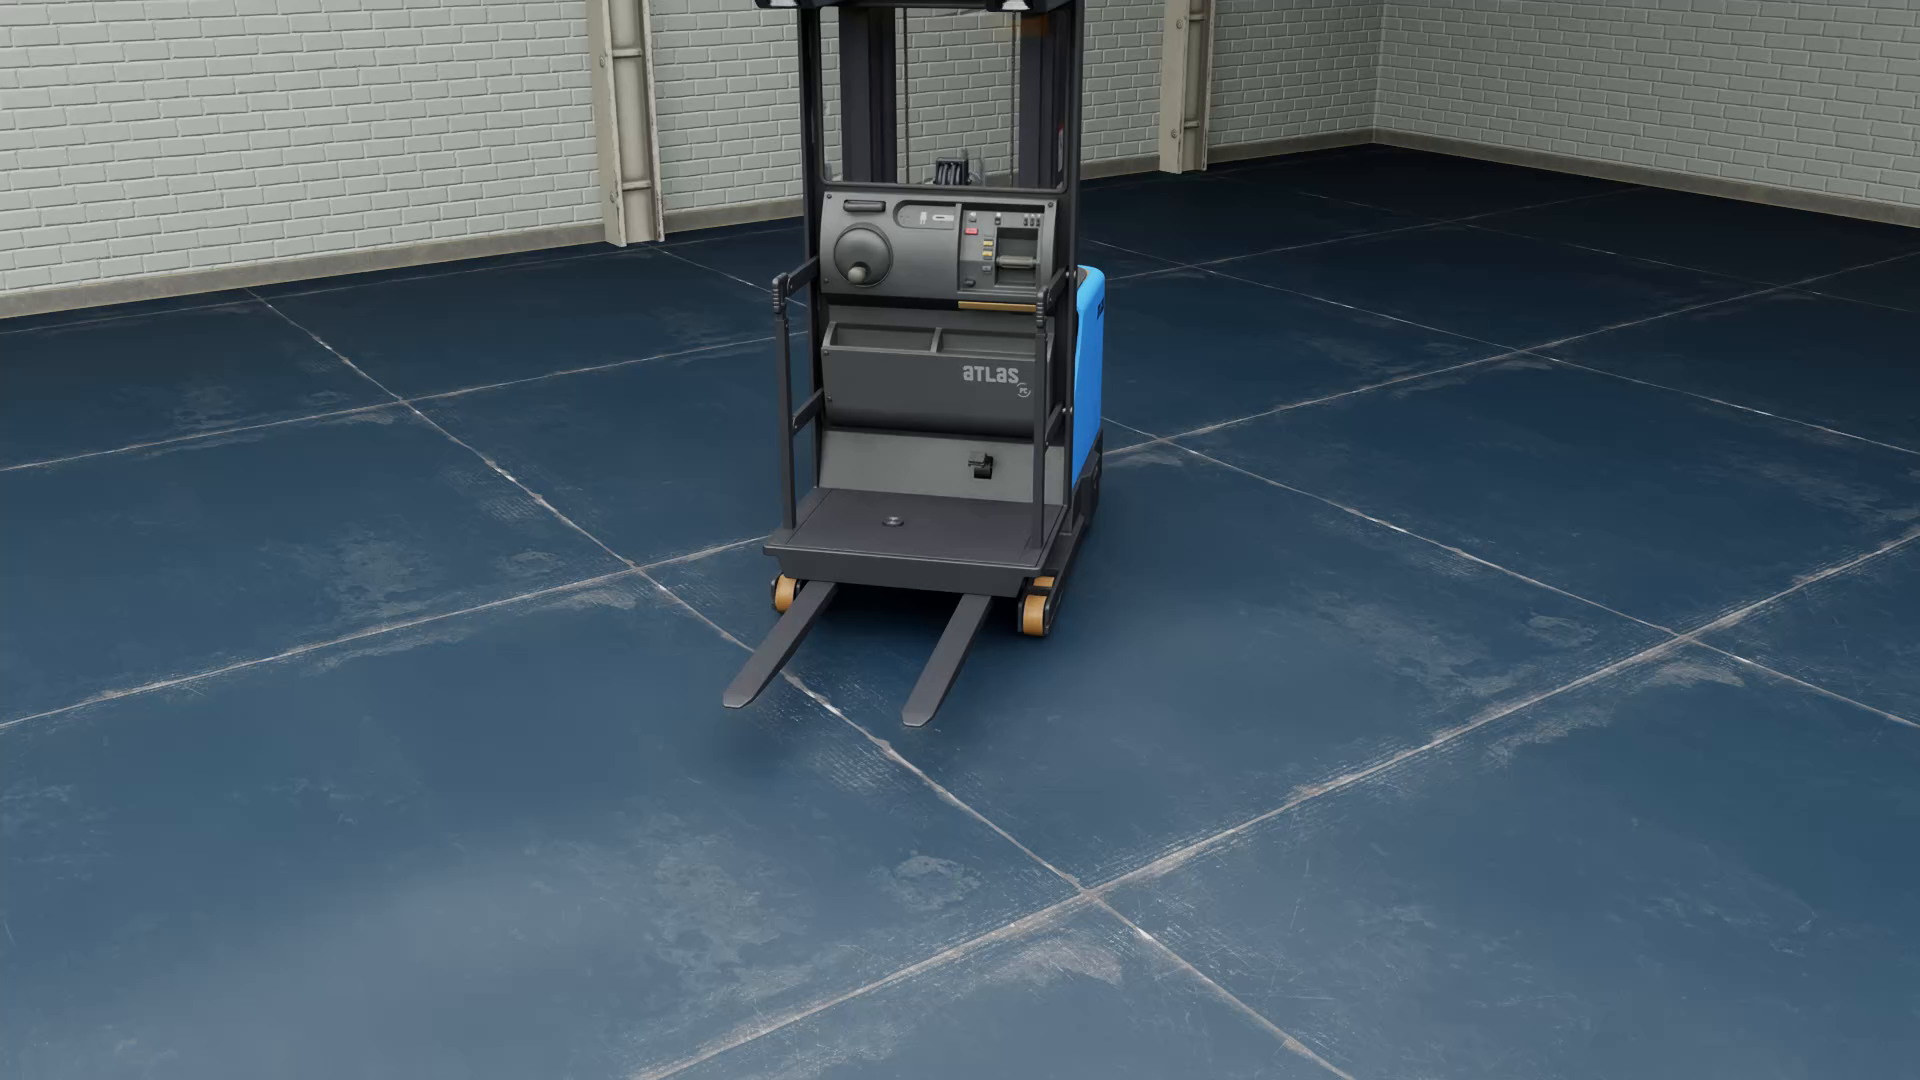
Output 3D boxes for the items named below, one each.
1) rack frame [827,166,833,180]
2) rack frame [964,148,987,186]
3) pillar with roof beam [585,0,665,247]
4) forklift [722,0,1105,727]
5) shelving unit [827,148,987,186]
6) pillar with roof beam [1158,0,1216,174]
[{"bbox_3d":[-0.640,-1.094,8.113,0.023,1.500,0.400,-5,22,-12],"label":"rack frame"},{"bbox_3d":[0.073,-1.154,8.265,0.023,1.500,0.400,-5,22,-12],"label":"rack frame"},{"bbox_3d":[-0.122,-5.311,8.565,0.400,9.000,9.100,-15,26,-33],"label":"pillar with roof beam"},{"bbox_3d":[-0.131,-1.135,6.286,1.130,2.935,3.031,5,22,11],"label":"forklift"},{"bbox_3d":[-0.283,-1.124,8.189,0.755,1.500,0.431,-5,22,-12],"label":"shelving unit"},{"bbox_3d":[4.748,-6.610,11.819,0.400,9.000,9.100,-15,26,-33],"label":"pillar with roof beam"}]
